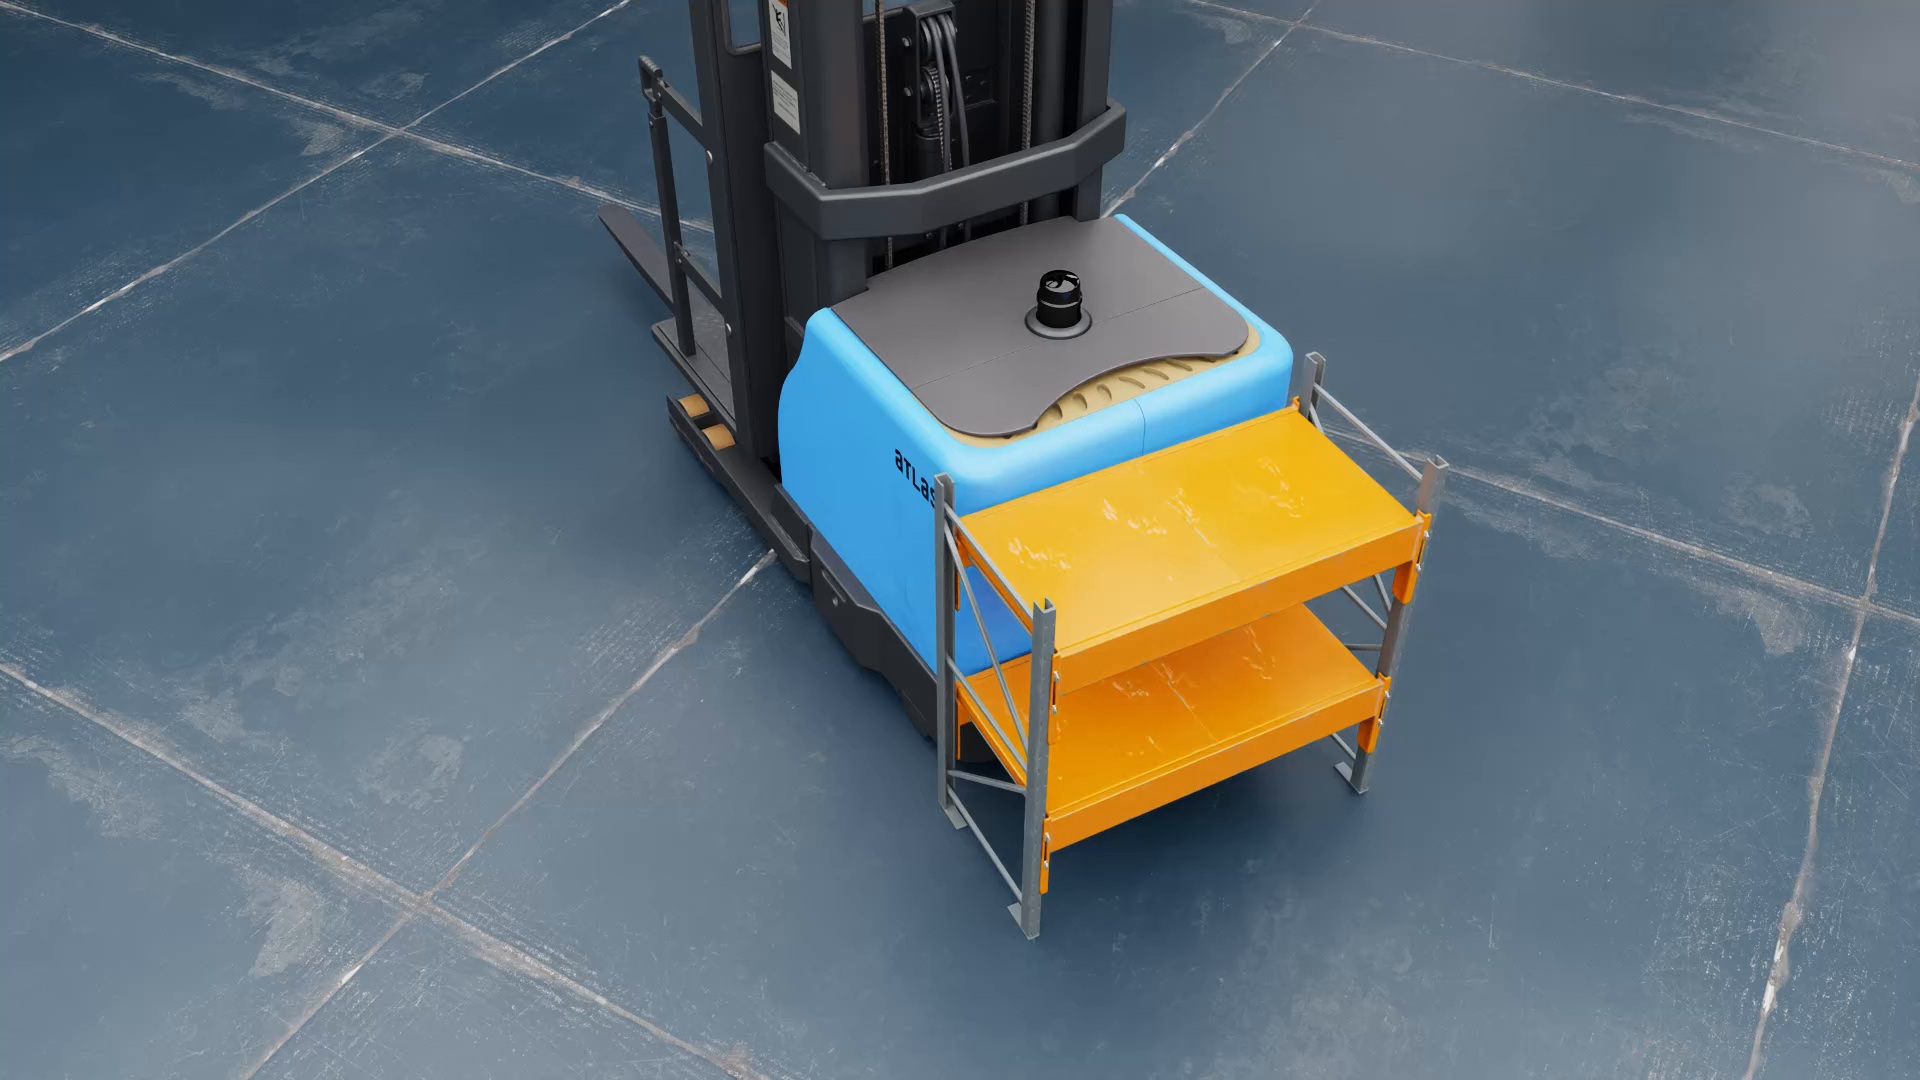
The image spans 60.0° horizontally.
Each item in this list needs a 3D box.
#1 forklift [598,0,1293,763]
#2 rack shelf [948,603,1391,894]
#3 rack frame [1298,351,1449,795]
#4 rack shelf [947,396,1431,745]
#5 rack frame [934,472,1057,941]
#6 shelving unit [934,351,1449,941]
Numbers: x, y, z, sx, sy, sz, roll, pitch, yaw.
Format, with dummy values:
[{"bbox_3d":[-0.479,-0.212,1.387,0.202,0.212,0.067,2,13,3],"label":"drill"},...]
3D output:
[{"bbox_3d":[-0.323,-1.458,4.688,1.130,2.935,3.031,-22,46,-23],"label":"forklift"},{"bbox_3d":[0.521,0.449,4.259,1.000,0.278,0.538,-19,45,-20],"label":"rack shelf"},{"bbox_3d":[0.973,0.111,4.272,0.032,1.125,0.500,-19,45,-20],"label":"rack frame"},{"bbox_3d":[0.521,0.046,3.904,1.000,0.278,0.538,-19,45,-20],"label":"rack shelf"},{"bbox_3d":[0.069,0.420,3.922,0.032,1.125,0.500,-19,45,-20],"label":"rack frame"},{"bbox_3d":[0.521,0.266,4.097,1.048,1.125,0.538,-19,45,-20],"label":"shelving unit"}]
